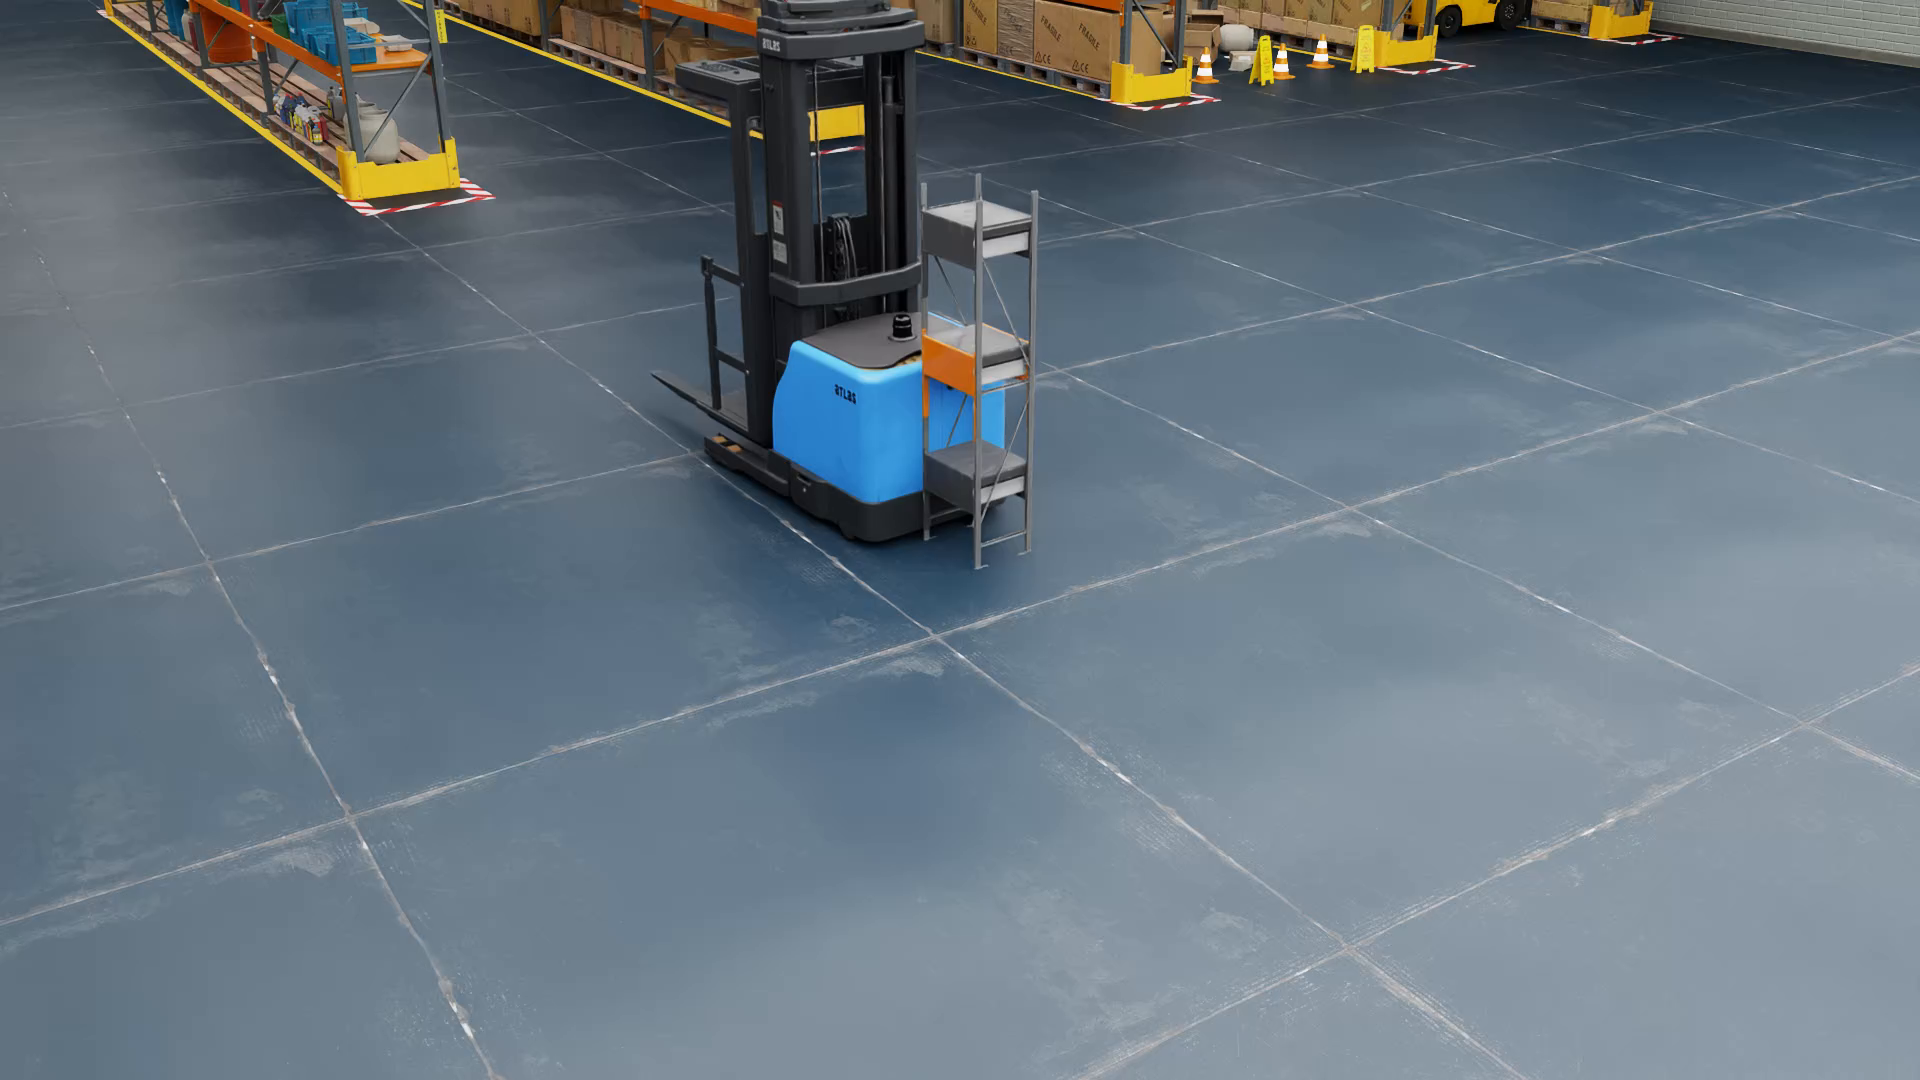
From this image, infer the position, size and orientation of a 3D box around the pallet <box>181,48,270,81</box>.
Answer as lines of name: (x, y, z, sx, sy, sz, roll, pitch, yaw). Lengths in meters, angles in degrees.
pallet: (-10.643, -6.906, 24.132, 1.003, 0.211, 1.213, -16, 29, -30)

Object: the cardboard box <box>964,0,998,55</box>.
cardboard box: (0.651, -7.726, 24.599, 0.875, 0.875, 0.875, -15, 29, -29)

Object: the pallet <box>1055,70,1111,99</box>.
pallet: (2.048, -6.314, 22.878, 1.003, 0.211, 1.213, -16, 29, -30)

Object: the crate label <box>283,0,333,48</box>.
crate label: (-7.042, -5.645, 18.152, 0.502, 0.435, 0.616, -16, 29, -30)

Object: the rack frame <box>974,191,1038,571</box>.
rack frame: (0.245, -0.827, 9.042, 0.400, 2.100, 0.015, -18, 31, -33)

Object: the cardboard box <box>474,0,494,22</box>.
cardboard box: (-7.357, -9.165, 27.648, 1.225, 0.875, 0.875, -17, 30, -31)

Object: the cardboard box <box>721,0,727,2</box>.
cardboard box: (-2.548, -6.910, 20.409, 0.875, 0.500, 0.500, -16, 29, -30)

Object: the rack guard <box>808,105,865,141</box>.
rack guard: (-1.702, -5.084, 19.935, 1.175, 0.500, 0.348, -16, 29, -30)

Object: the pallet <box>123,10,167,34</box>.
pallet: (-13.465, -8.755, 28.049, 1.003, 0.211, 1.213, -16, 29, -30)

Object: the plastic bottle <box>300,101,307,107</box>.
plastic bottle: (-7.721, -5.020, 19.551, 0.097, 0.271, 0.097, 0, 25, 0)

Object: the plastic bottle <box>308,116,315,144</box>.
plastic bottle: (-7.259, -4.596, 18.639, 0.061, 0.283, 0.133, -15, 29, -28)

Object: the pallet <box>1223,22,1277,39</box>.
pallet: (4.855, -8.435, 27.370, 1.003, 0.211, 1.213, -16, 29, -30)

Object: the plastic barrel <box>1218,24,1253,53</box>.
plastic barrel: (4.246, -7.718, 25.603, 0.512, 0.421, 0.421, 3, 25, 6)

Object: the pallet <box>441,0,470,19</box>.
pallet: (-8.561, -9.509, 29.646, 1.003, 0.211, 1.213, -16, 29, -30)

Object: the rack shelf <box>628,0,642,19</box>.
rack shelf: (-4.936, -8.008, 24.043, 1.077, 0.370, 4.000, -16, 29, -30)

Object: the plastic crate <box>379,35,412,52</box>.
plastic crate: (-6.029, -5.309, 17.792, 0.298, 0.136, 0.250, -16, 29, -30)

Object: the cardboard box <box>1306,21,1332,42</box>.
cardboard box: (5.700, -7.857, 25.609, 0.500, 0.250, 0.500, -15, 29, -29)

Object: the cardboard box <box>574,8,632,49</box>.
cardboard box: (-5.332, -7.687, 24.933, 0.700, 0.500, 0.500, -18, 31, -34)

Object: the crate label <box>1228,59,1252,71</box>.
crate label: (4.101, -6.942, 24.295, 0.298, 0.136, 0.250, 12, 28, 24)

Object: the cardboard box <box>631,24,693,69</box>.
cardboard box: (-4.161, -6.912, 23.290, 0.700, 0.500, 0.500, -18, 31, -33)

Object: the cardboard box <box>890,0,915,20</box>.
cardboard box: (-0.571, -8.458, 26.296, 1.050, 0.750, 0.750, -16, 29, -30)

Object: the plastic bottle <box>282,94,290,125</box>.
plastic bottle: (-7.901, -5.080, 19.584, 0.144, 0.351, 0.185, -15, 29, -28)

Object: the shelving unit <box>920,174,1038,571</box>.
shelving unit: (0.098, -0.910, 9.218, 0.431, 2.100, 0.503, -18, 31, -33)

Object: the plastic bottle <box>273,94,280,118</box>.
plastic bottle: (-8.187, -5.213, 19.960, 0.097, 0.271, 0.097, 0, 25, 0)

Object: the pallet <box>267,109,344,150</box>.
pallet: (-7.662, -4.953, 19.995, 1.003, 0.211, 1.213, -16, 29, -30)

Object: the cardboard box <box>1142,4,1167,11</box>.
cardboard box: (2.984, -8.714, 26.737, 0.500, 0.500, 0.500, -16, 29, -30)

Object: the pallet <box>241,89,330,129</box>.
pallet: (-8.455, -5.475, 21.100, 1.003, 0.211, 1.213, -16, 29, -30)

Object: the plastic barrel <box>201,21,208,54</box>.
plastic barrel: (-10.842, -7.312, 24.147, 0.421, 0.512, 0.421, 0, 25, 0)

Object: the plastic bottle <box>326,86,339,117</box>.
plastic bottle: (-7.522, -5.268, 19.984, 0.144, 0.351, 0.185, -16, 29, -30)

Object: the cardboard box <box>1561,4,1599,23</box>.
cardboard box: (10.278, -8.696, 27.386, 0.500, 0.250, 0.500, -15, 29, -29)

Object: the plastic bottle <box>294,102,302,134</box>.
plastic bottle: (-7.566, -4.860, 19.119, 0.144, 0.351, 0.185, -16, 30, -30)

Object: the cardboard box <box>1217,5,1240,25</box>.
cardboard box: (4.555, -8.600, 27.184, 0.500, 0.250, 0.500, -17, 30, -32)

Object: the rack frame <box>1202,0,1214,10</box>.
rack frame: (4.459, -9.928, 27.266, 1.000, 3.000, 0.127, -16, 29, -30)

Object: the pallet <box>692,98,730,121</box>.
pallet: (-2.778, -5.689, 21.553, 1.003, 0.211, 1.213, -16, 29, -30)

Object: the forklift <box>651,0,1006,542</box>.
forklift: (-1.008, -1.882, 10.303, 1.130, 2.935, 3.031, -18, 31, -33)

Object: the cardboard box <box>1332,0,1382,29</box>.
cardboard box: (5.987, -8.009, 25.051, 0.500, 0.500, 0.500, -15, 29, -29)

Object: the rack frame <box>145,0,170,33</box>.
rack frame: (-12.361, -9.326, 25.991, 1.000, 3.000, 0.127, -16, 29, -30)

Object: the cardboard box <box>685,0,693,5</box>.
cardboard box: (-3.276, -6.916, 21.182, 0.380, 0.149, 0.250, -16, 29, -30)

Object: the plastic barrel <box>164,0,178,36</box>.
plastic barrel: (-12.079, -8.368, 25.928, 0.600, 0.901, 0.708, -16, 29, -30)

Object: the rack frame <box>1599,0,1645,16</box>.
rack frame: (10.799, -9.655, 26.689, 1.000, 3.000, 0.127, -16, 29, -30)

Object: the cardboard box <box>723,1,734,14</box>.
cardboard box: (-2.685, -6.571, 20.450, 0.380, 0.149, 0.250, -16, 29, -30)

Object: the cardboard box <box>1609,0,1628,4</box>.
cardboard box: (10.717, -9.044, 27.538, 0.500, 0.250, 0.500, -15, 29, -29)

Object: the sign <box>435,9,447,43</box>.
sign: (-5.347, -5.285, 17.108, 0.100, 0.325, 0.005, -16, 29, -30)

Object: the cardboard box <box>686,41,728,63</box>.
cardboard box: (-3.340, -6.322, 22.065, 0.500, 0.500, 0.500, -6, 26, -13)

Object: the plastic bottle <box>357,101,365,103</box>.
plastic bottle: (-7.035, -5.025, 19.556, 0.152, 0.276, 0.135, -15, 29, -29)

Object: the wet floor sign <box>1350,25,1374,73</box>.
wet floor sign: (5.850, -7.115, 24.066, 0.267, 0.644, 0.232, -6, 26, -12)

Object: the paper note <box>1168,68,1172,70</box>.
paper note: (3.139, -6.906, 24.344, 0.144, 0.017, 0.142, -6, 26, -12)

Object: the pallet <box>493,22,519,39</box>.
pallet: (-7.057, -8.524, 27.558, 1.003, 0.211, 1.213, -16, 29, -30)

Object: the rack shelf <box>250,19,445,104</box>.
rack shelf: (-6.902, -5.423, 18.568, 1.077, 0.370, 4.000, -16, 29, -30)

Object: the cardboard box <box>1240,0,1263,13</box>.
cardboard box: (4.857, -8.751, 26.624, 0.500, 0.500, 0.500, -14, 29, -28)
